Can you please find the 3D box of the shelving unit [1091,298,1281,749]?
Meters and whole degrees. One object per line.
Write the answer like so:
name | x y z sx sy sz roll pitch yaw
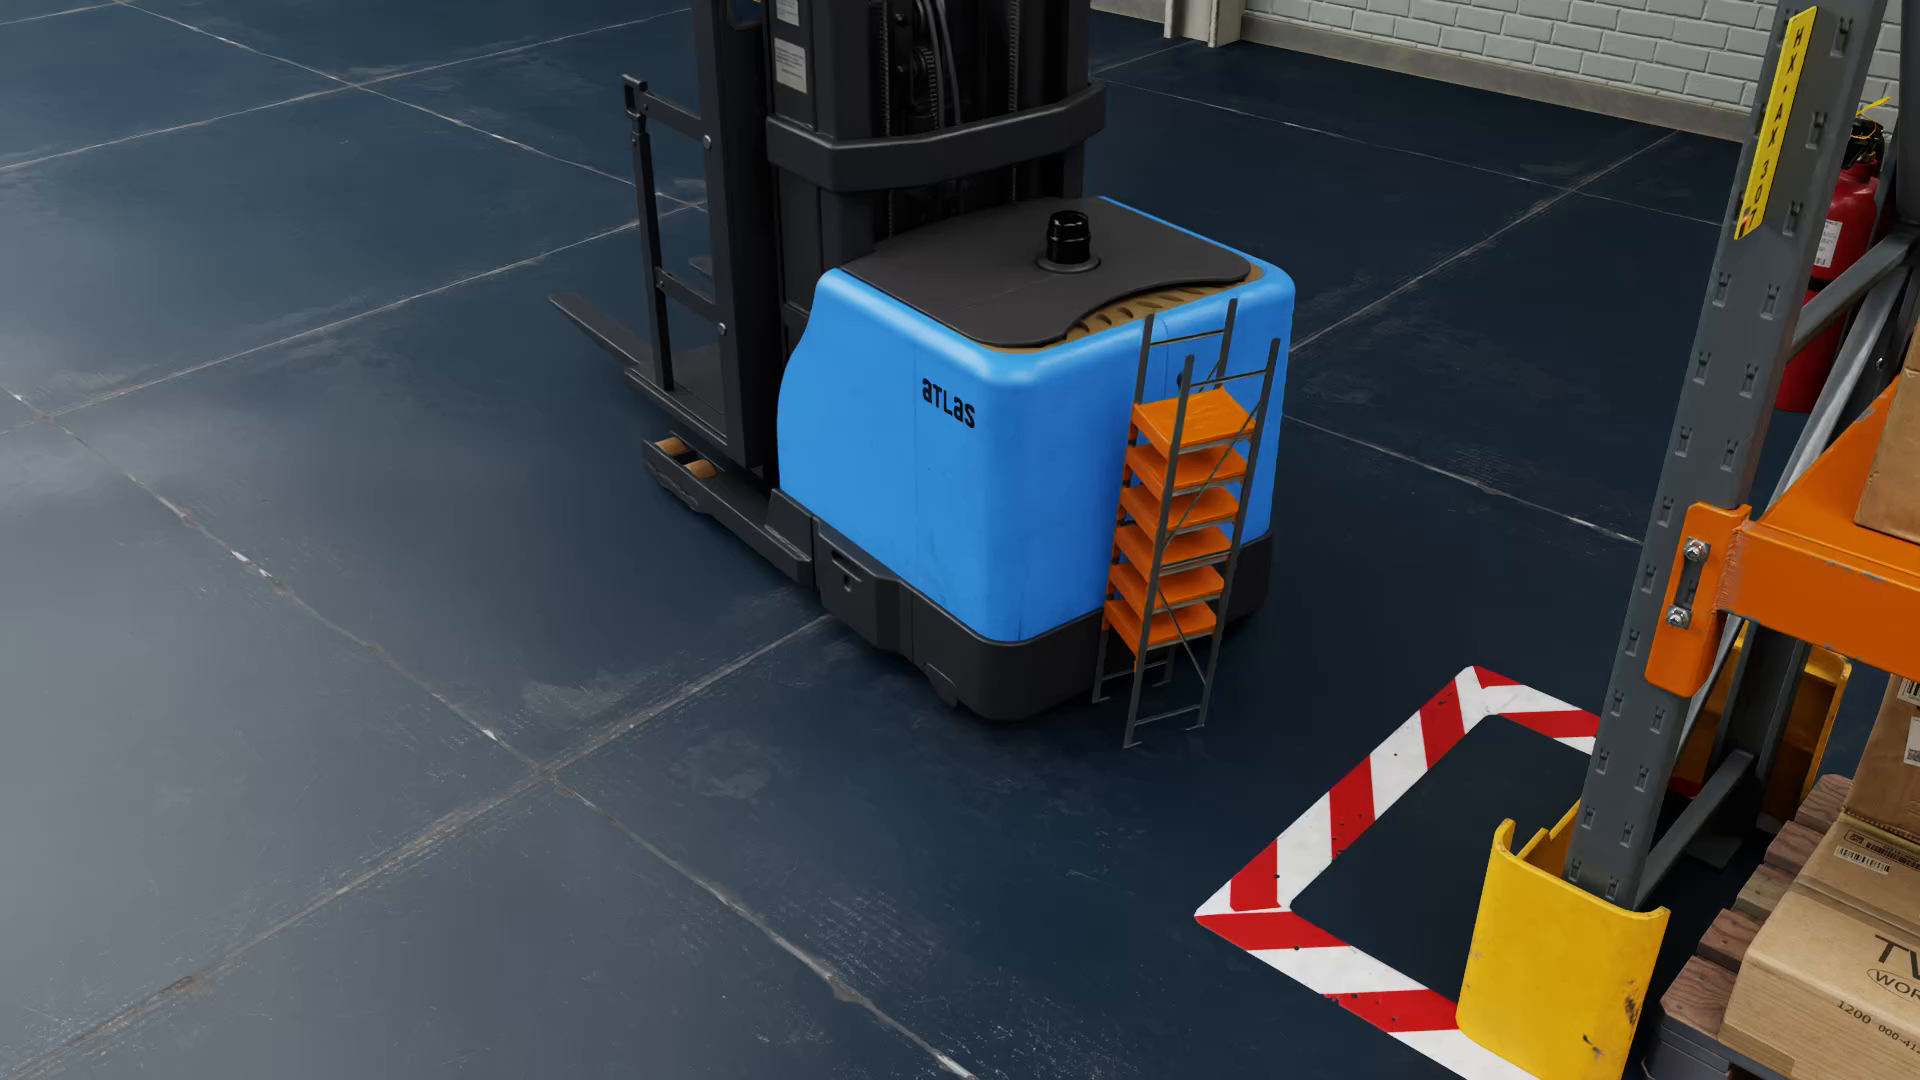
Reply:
shelving unit | 0.532 -0.005 4.079 0.258 1.200 0.189 -13 41 -20

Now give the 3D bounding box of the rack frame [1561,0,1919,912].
rack frame | 1.567 -0.410 3.023 0.127 3.000 1.000 25 39 35

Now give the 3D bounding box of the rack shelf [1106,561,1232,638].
rack shelf | 0.523 0.125 4.180 0.258 0.103 0.180 -13 41 -20

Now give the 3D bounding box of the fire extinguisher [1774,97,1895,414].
fire extinguisher | 1.792 -0.596 3.406 0.183 0.674 0.296 25 39 35

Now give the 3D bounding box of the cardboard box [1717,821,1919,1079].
cardboard box | 1.816 0.859 3.174 0.500 0.250 0.500 25 39 35

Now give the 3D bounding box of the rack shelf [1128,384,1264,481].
rack shelf | 0.549 -0.253 3.885 0.258 0.103 0.180 -13 41 -20

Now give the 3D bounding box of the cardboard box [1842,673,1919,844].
cardboard box | 2.165 0.338 3.311 0.500 0.500 0.500 25 39 35

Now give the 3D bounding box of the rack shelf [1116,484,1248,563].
rack shelf | 0.536 -0.064 4.033 0.258 0.103 0.180 -13 41 -20

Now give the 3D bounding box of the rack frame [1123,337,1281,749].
rack frame | 0.568 0.049 4.014 0.240 1.200 0.006 -13 41 -20

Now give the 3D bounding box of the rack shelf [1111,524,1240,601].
rack shelf | 0.530 0.030 4.106 0.258 0.103 0.180 -13 41 -20

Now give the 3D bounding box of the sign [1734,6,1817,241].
sign | 1.191 -0.605 2.430 0.005 0.325 0.100 25 39 35

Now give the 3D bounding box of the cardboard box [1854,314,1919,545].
cardboard box | 1.905 -0.287 2.721 0.500 0.500 0.700 25 39 35

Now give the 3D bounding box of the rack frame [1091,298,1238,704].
rack frame | 0.496 -0.058 4.144 0.240 1.200 0.006 -13 41 -20

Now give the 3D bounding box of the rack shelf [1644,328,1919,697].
rack shelf | 3.050 0.590 2.059 4.000 0.370 1.077 25 39 35

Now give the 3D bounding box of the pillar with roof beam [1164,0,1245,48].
pillar with roof beam | -1.349 -5.395 5.486 0.400 9.000 9.100 25 39 35

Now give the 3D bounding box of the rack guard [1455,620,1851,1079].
rack guard | 1.550 0.652 3.682 0.348 0.500 1.175 25 39 35

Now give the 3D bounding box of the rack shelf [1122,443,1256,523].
rack shelf | 0.542 -0.158 3.959 0.258 0.103 0.180 -13 41 -20

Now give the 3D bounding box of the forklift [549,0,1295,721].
forklift | -0.397 -1.486 4.876 1.130 2.935 3.031 -21 37 -31

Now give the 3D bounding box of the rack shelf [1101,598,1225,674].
rack shelf | 0.517 0.219 4.254 0.258 0.103 0.180 -13 41 -20

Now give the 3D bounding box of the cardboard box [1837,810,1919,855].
cardboard box | 2.163 0.661 3.503 0.500 0.250 0.500 25 39 35

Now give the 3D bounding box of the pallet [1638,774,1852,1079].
pallet | 2.163 1.033 3.329 1.213 0.211 1.003 25 39 35
